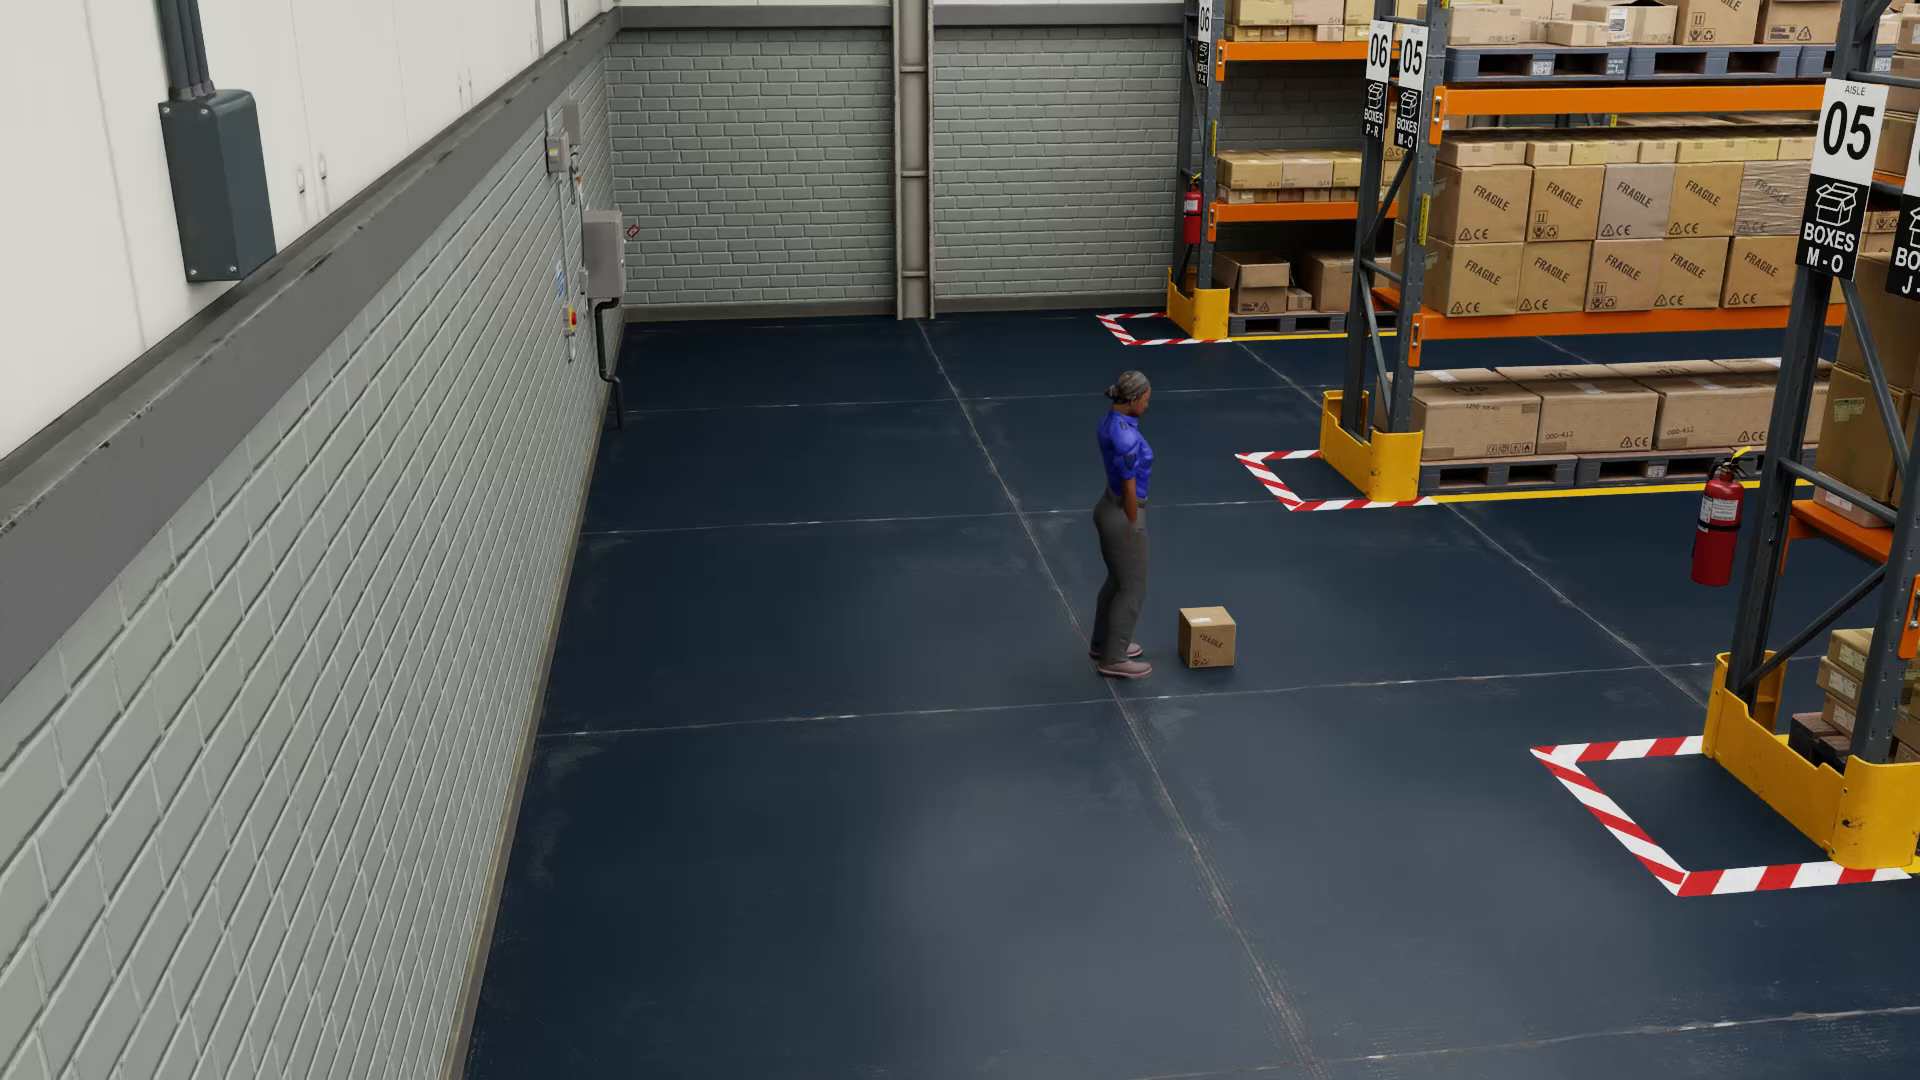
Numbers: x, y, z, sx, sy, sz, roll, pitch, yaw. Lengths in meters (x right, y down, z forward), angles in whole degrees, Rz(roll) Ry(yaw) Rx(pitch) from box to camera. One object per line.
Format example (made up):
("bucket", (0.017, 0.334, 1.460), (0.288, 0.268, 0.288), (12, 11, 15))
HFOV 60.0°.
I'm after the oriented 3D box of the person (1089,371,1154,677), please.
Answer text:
("person", (0.870, -0.098, 8.875), (0.305, 1.650, 0.441), (-2, 20, -7))
